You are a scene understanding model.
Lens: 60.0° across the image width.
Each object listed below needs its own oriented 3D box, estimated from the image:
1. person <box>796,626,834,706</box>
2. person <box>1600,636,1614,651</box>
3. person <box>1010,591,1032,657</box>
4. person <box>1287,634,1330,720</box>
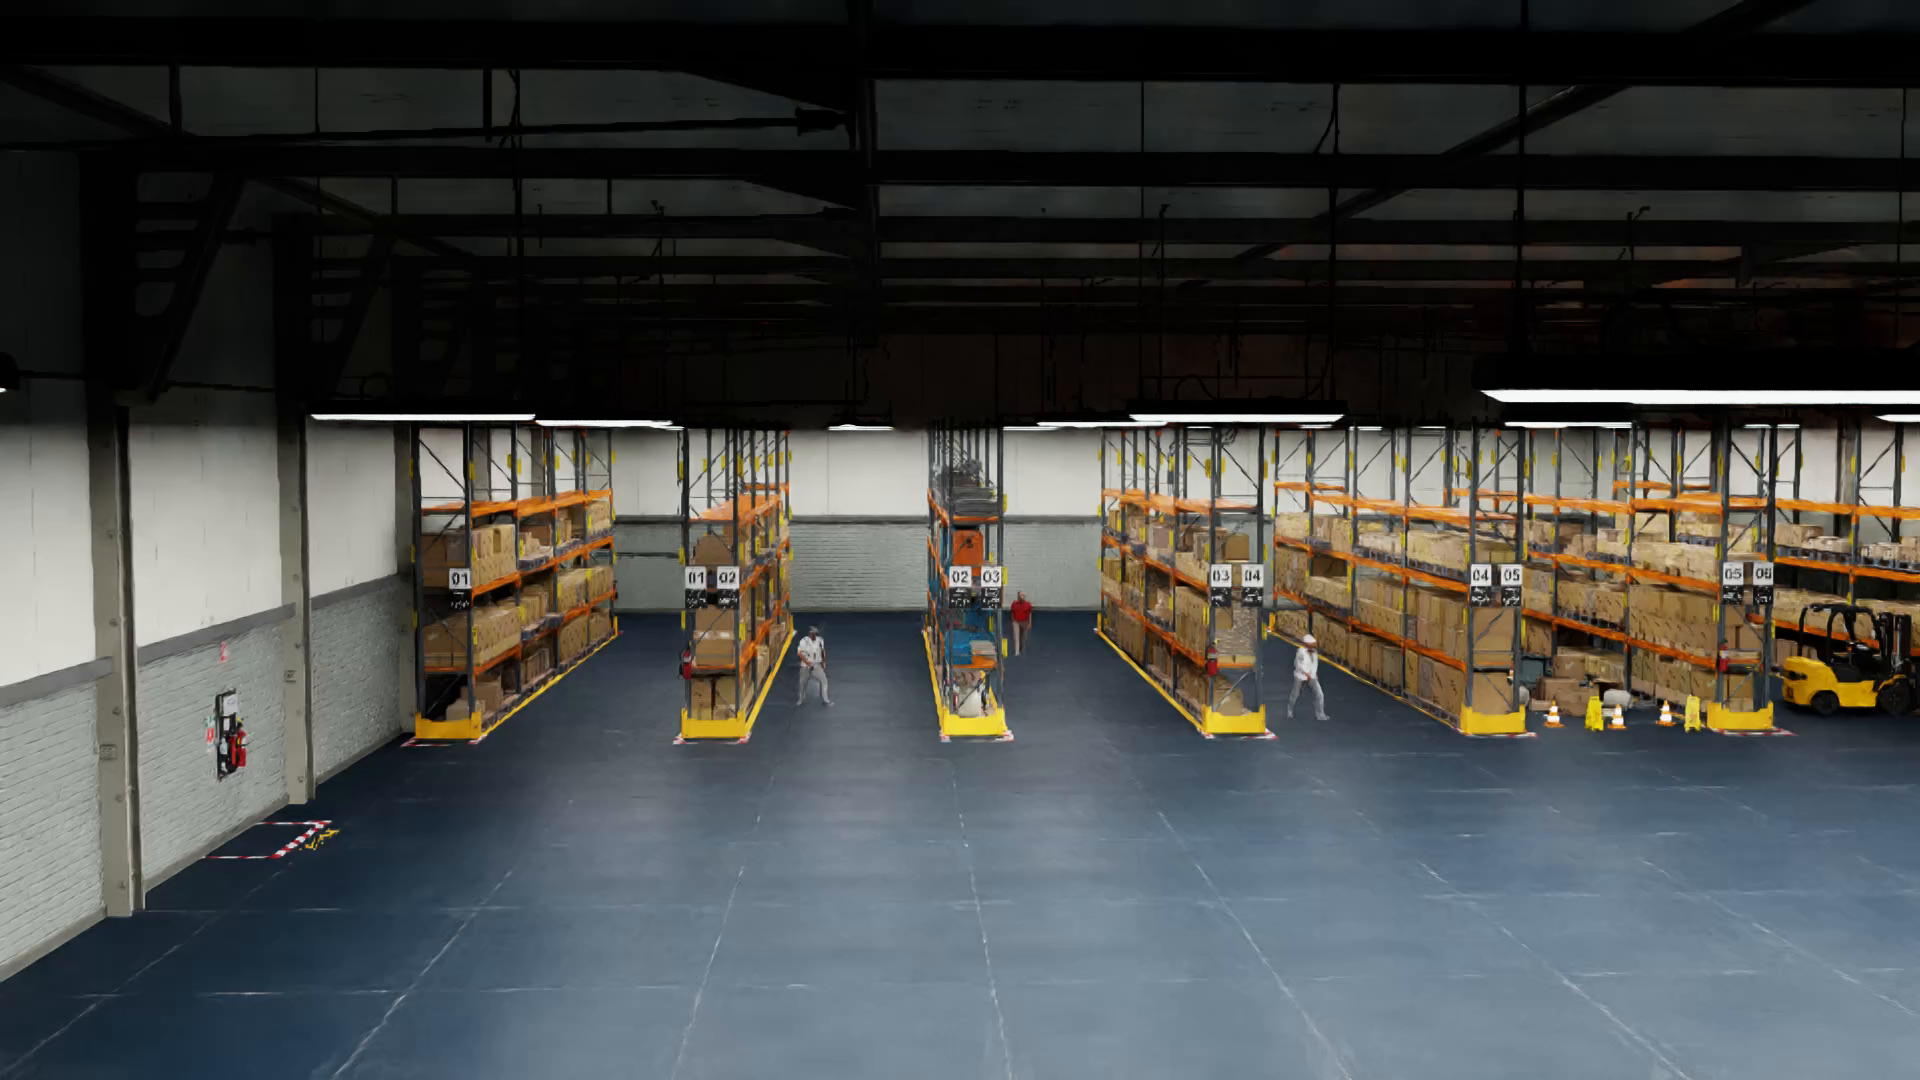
[{"bbox_3d":[-3.073,2.607,34.710,0.707,1.693,0.827,-1,4,-21],"label":"person"},{"bbox_3d":[16.480,2.107,42.570,0.538,1.652,0.575,2,4,28],"label":"person"},{"bbox_3d":[1.568,2.120,42.388,0.537,1.643,1.130,0,4,-5],"label":"person"},{"bbox_3d":[6.870,2.706,33.010,0.687,1.710,0.832,-1,4,-21],"label":"person"}]
